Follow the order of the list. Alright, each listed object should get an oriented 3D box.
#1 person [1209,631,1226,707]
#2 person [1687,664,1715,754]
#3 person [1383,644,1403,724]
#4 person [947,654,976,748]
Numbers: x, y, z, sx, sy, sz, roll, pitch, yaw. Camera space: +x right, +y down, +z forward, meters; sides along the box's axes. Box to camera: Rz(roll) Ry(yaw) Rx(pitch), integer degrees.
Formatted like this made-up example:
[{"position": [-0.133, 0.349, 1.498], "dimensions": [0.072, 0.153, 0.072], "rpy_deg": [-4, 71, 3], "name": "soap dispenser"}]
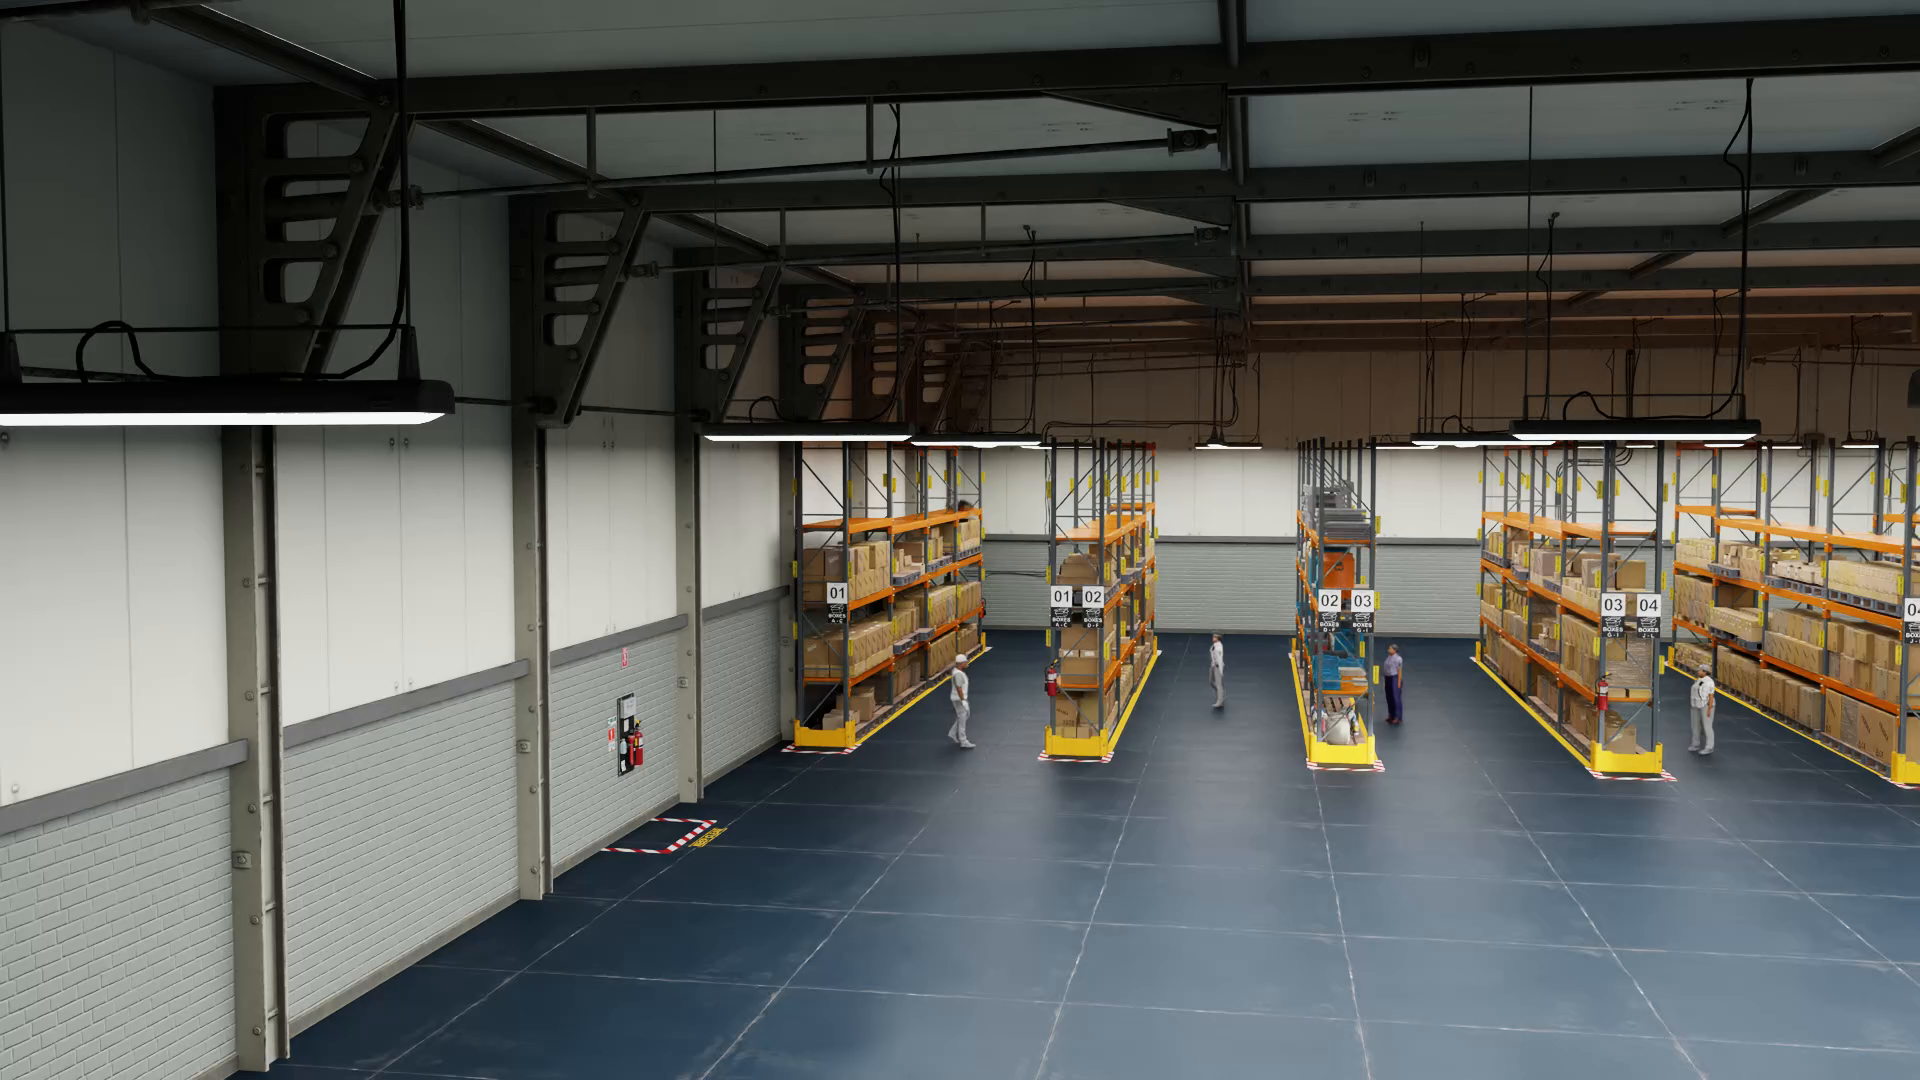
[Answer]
[{"position": [5.818, 2.897, 37.440], "dimensions": [0.408, 1.689, 0.547], "rpy_deg": [0, 3, 0], "name": "person"}, {"position": [14.134, 3.206, 31.700], "dimensions": [0.427, 1.672, 0.523], "rpy_deg": [-1, 3, -23], "name": "person"}, {"position": [9.181, 3.038, 35.282], "dimensions": [0.397, 1.661, 0.578], "rpy_deg": [-1, 3, -16], "name": "person"}, {"position": [0.033, 3.112, 32.344], "dimensions": [0.567, 1.780, 0.692], "rpy_deg": [0, 3, 2], "name": "person"}]
